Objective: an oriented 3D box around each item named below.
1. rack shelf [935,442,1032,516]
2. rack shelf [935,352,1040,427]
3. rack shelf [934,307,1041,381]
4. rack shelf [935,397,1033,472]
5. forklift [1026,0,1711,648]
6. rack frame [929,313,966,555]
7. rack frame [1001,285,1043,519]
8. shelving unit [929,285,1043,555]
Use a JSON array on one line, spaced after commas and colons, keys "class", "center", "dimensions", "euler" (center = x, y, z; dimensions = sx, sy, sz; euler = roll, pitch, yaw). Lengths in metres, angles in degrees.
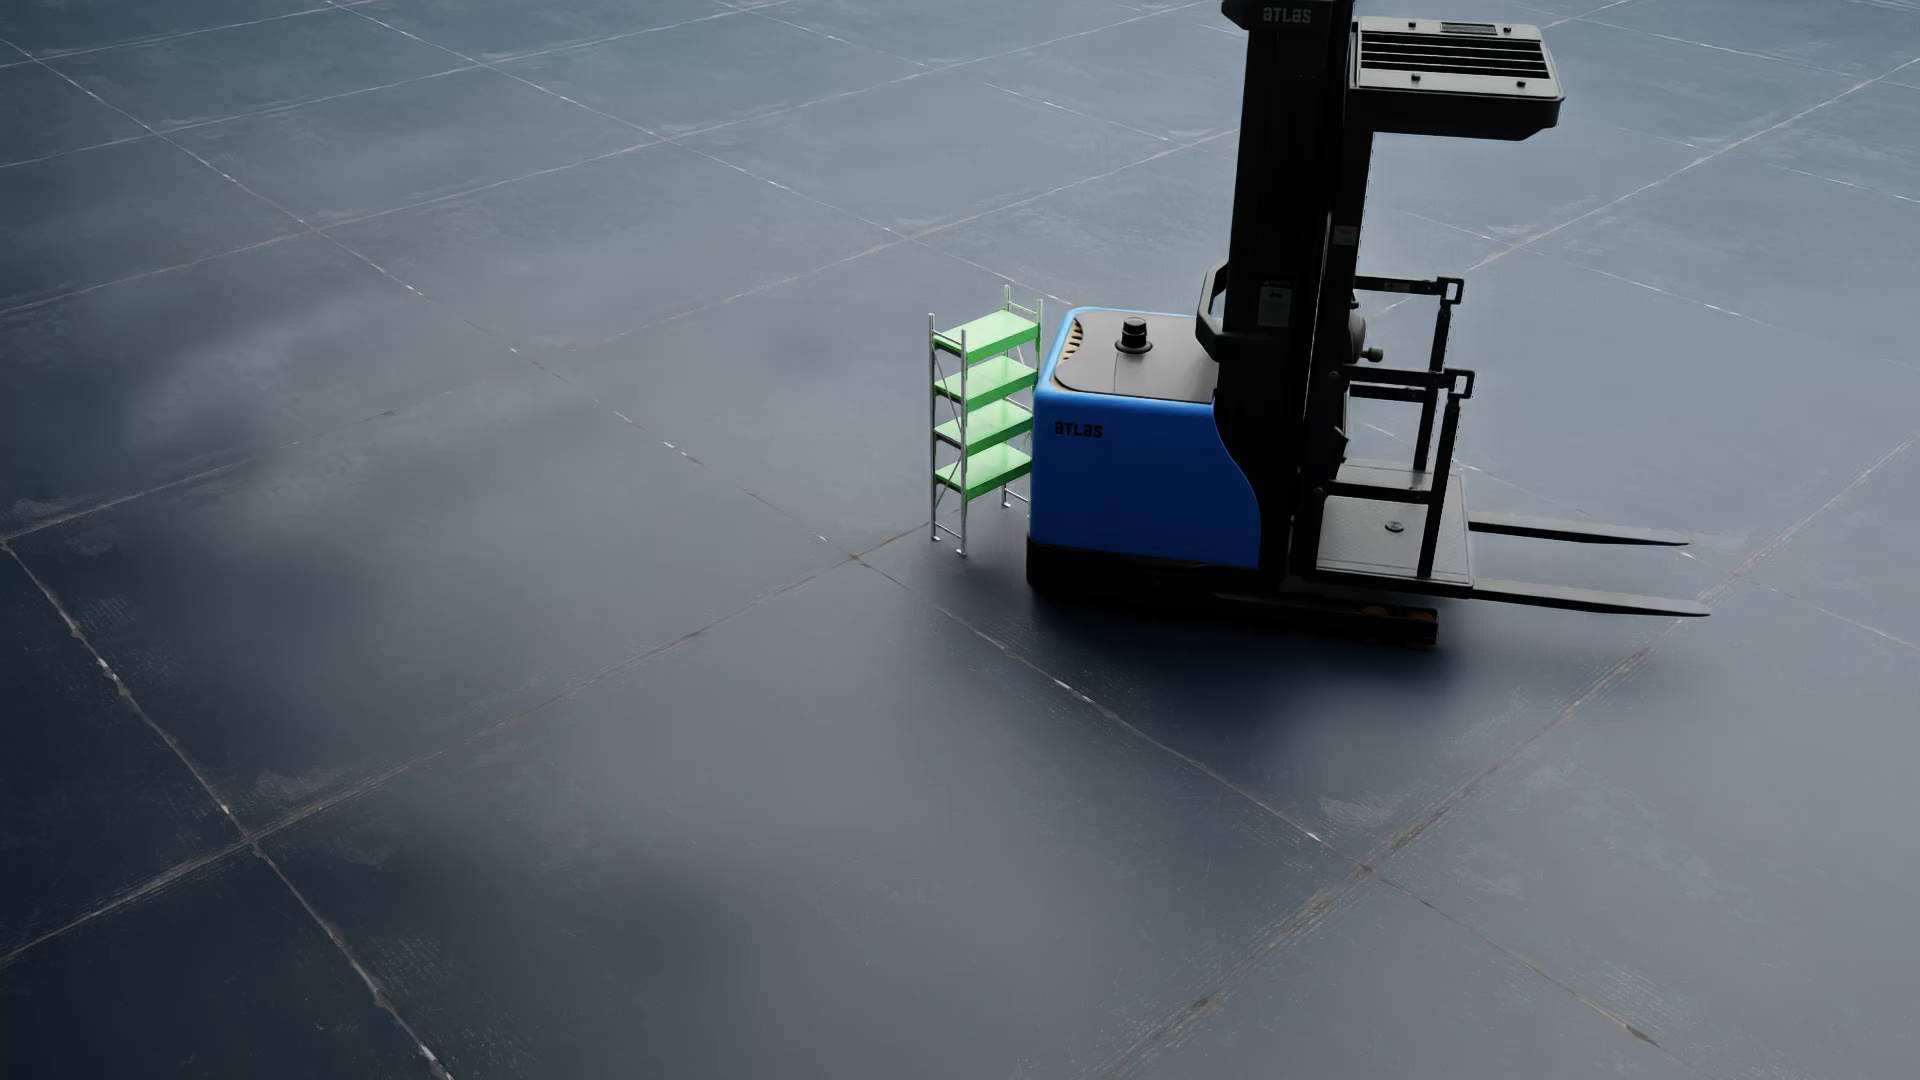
[{"class": "rack shelf", "center": [0.121, -0.311, 8.192], "dimensions": [0.480, 0.148, 0.258], "euler": [-26, 40, -35]}, {"class": "rack shelf", "center": [0.121, -0.721, 7.941], "dimensions": [0.480, 0.148, 0.258], "euler": [-26, 40, -35]}, {"class": "rack shelf", "center": [0.121, -0.926, 7.816], "dimensions": [0.480, 0.148, 0.258], "euler": [-26, 40, -35]}, {"class": "rack shelf", "center": [0.121, -0.516, 8.066], "dimensions": [0.480, 0.148, 0.258], "euler": [-26, 40, -35]}, {"class": "forklift", "center": [1.883, -1.070, 7.190], "dimensions": [3.031, 2.935, 1.130], "euler": [6, 32, 10]}, {"class": "rack frame", "center": [-0.058, -0.484, 7.891], "dimensions": [0.015, 1.200, 0.240], "euler": [-26, 40, -35]}, {"class": "rack frame", "center": [0.300, -0.657, 8.175], "dimensions": [0.015, 1.200, 0.240], "euler": [-26, 40, -35]}, {"class": "shelving unit", "center": [0.121, -0.571, 8.033], "dimensions": [0.503, 1.200, 0.258], "euler": [-26, 40, -35]}]
